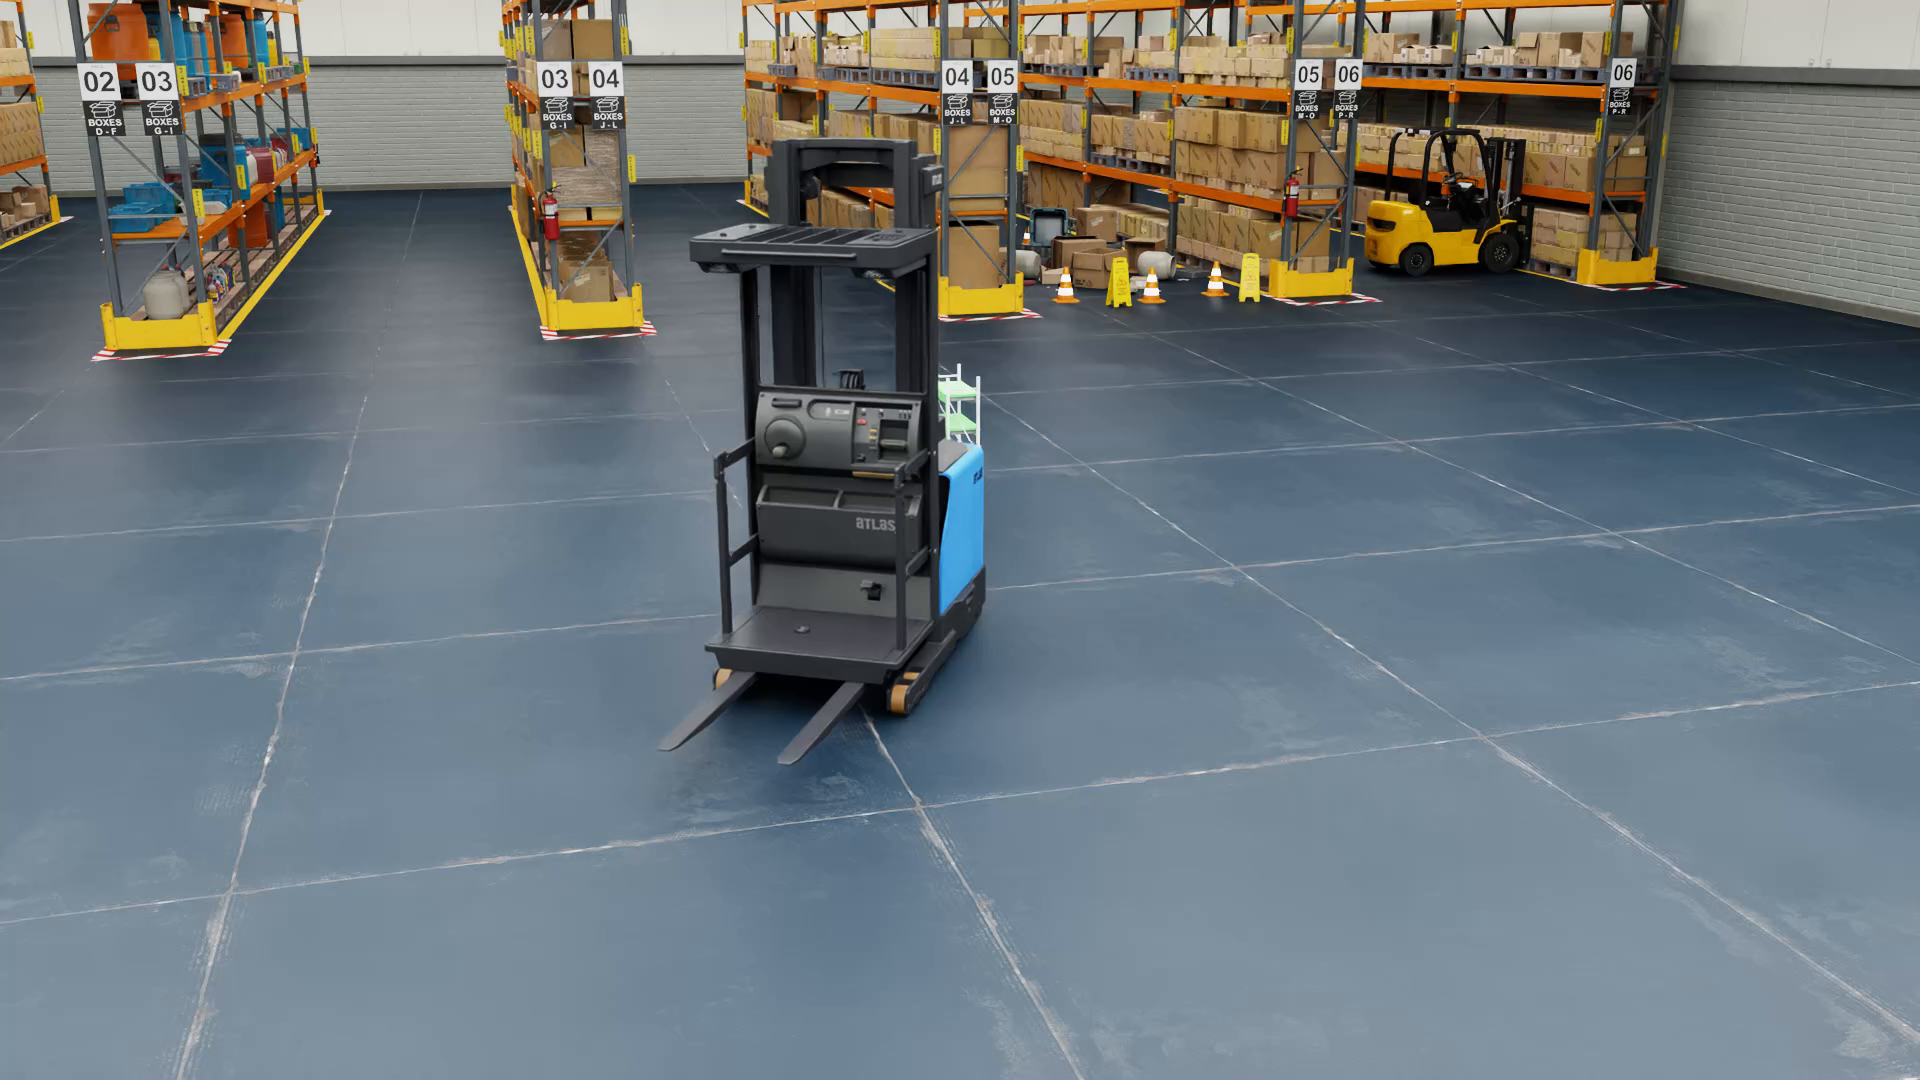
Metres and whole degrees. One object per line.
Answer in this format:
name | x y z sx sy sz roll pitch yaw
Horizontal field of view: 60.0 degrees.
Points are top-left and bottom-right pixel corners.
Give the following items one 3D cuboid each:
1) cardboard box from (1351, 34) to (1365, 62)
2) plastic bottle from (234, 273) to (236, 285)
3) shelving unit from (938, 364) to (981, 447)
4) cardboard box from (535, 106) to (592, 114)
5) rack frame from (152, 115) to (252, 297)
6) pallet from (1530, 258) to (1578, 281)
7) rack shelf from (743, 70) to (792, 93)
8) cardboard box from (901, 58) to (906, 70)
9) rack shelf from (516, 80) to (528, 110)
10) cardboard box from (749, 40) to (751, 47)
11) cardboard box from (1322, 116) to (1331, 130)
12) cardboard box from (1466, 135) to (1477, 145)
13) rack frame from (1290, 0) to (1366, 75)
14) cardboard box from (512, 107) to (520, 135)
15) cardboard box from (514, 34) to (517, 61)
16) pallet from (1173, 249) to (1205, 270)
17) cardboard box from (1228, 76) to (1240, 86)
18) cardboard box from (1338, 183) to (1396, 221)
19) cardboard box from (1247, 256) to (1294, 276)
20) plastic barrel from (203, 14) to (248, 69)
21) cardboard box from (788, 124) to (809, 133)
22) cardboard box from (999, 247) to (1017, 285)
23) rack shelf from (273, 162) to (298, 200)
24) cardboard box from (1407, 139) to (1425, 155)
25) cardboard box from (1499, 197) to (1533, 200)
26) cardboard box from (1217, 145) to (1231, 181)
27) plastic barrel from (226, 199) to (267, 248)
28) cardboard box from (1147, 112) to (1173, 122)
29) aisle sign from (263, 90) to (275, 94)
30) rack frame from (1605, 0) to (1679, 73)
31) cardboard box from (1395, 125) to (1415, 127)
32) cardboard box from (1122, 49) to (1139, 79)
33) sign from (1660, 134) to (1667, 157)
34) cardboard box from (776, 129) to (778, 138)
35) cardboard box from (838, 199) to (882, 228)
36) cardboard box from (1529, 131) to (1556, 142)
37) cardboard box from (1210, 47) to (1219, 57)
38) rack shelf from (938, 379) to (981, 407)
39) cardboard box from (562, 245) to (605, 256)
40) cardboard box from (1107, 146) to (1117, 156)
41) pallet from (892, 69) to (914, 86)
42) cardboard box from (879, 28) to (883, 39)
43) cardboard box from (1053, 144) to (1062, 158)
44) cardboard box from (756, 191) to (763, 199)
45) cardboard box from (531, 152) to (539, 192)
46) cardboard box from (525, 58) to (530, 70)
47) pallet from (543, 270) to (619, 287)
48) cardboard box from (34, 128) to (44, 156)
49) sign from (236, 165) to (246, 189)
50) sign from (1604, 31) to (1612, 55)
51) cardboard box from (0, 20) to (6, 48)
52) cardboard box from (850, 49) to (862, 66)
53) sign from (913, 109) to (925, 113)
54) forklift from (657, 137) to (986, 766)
cardboard box | 7.506 -9.008 30.434 0.500 0.500 0.500 -5 17 -15
plastic bottle | -10.022 -3.614 22.868 0.097 0.201 0.097 0 17 0
shelving unit | -0.045 -0.620 11.932 0.258 1.200 0.503 -5 17 -15
cardboard box | -5.743 -5.930 24.706 1.000 1.000 1.000 -5 17 -15
rack frame | -10.421 -4.819 22.780 1.000 3.000 0.127 -5 17 -15
pallet | 9.490 -4.154 25.413 1.003 0.211 1.213 -5 17 -15
rack shelf | -3.611 -9.433 34.177 1.077 0.370 4.000 -5 17 -15
cardboard box | -0.599 -6.521 22.764 0.380 0.149 0.250 -4 17 -15
rack shelf | -6.209 -6.856 25.598 1.077 0.370 4.000 -5 17 -15
cardboard box | -4.233 -10.429 34.941 0.380 0.149 0.250 -5 17 -15
cardboard box | 6.915 -8.181 33.065 0.797 0.503 0.637 -5 17 -17
cardboard box | 8.548 -6.565 27.294 0.380 0.149 0.250 -4 17 -14
rack frame | 4.969 -7.761 22.146 1.000 3.000 0.127 -5 17 -15
cardboard box | -8.375 -8.098 32.137 0.500 0.500 0.500 -5 17 -15
cardboard box | -8.131 -9.369 31.635 0.700 0.500 0.500 -6 18 -19
pallet | 4.088 -4.475 26.484 1.003 0.211 1.213 -5 17 -15
cardboard box | 4.137 -6.702 24.271 0.380 0.149 0.250 -5 17 -16
cardboard box | 7.700 -6.384 31.389 0.875 0.625 0.625 -4 17 -13
cardboard box | 4.481 -3.981 24.040 0.500 0.250 0.500 -5 17 -16
plastic barrel | -11.674 -7.926 26.434 0.600 0.830 0.708 -5 17 -15
cardboard box | -2.961 -7.576 30.632 0.380 0.149 0.250 -4 17 -14
cardboard box | 0.551 -4.030 24.496 0.500 0.500 0.500 -2 17 -6
rack shelf | -12.070 -6.134 28.409 1.077 0.370 4.000 -5 17 -15
cardboard box | 8.112 -6.812 28.809 0.500 0.250 0.500 -5 17 -17
cardboard box | 9.116 -5.491 27.329 0.500 0.250 0.500 -5 17 -16
cardboard box | 4.166 -5.625 24.775 0.500 0.500 0.500 -4 17 -15
plastic barrel | -11.672 -5.221 27.162 0.600 0.830 0.708 -5 17 -15
cardboard box | 3.323 -6.996 27.478 0.380 0.149 0.250 -5 17 -17
aisle sign | -14.025 -9.380 33.445 0.394 0.787 0.004 -5 17 -15
rack frame | 9.740 -8.154 23.456 1.000 3.000 0.127 -5 17 -15
cardboard box | 8.149 -7.498 30.397 0.380 0.149 0.250 -5 17 -16
cardboard box | 3.217 -8.167 28.532 0.797 0.503 0.637 -5 17 -15
sign | 10.275 -5.776 24.324 0.100 0.325 0.005 -5 17 -15
cardboard box | -3.322 -7.794 31.874 0.380 0.149 0.250 -5 17 -16
cardboard box | -1.381 -5.130 26.997 1.050 0.750 0.750 -5 17 -15
cardboard box | 8.992 -6.210 25.592 0.380 0.149 0.250 -4 17 -14
cardboard box | 3.969 -7.296 24.865 0.380 0.149 0.250 -5 18 -17
rack shelf | -0.045 -1.019 11.812 0.258 0.148 0.480 -5 17 -15
cardboard box | -5.177 -3.777 22.928 0.500 0.500 0.500 -6 18 -20
cardboard box | 2.813 -6.839 29.211 0.380 0.149 0.250 -5 17 -15
pallet | -0.316 -6.405 23.000 1.003 0.211 1.213 -5 17 -15
cardboard box | -0.949 -7.254 23.819 0.380 0.149 0.250 -5 17 -16
cardboard box | 2.103 -7.429 31.729 0.500 0.250 0.500 -5 17 -16
cardboard box | -4.134 -7.346 35.419 0.380 0.149 0.250 -4 17 -15
cardboard box | -5.491 -5.130 23.127 0.875 0.500 0.500 -5 17 -15
cardboard box | -5.866 -6.652 23.236 0.380 0.149 0.250 -5 17 -17
pallet | -5.441 -3.692 23.876 1.003 0.211 1.213 -5 17 -15
cardboard box | -18.098 -7.693 32.175 0.500 0.500 0.500 -4 17 -14
sign | -9.889 -4.992 22.875 0.100 0.325 0.005 -5 17 -15
sign | 9.215 -7.065 23.641 0.100 0.325 0.005 -5 17 -15
cardboard box | -18.030 -9.295 30.557 0.700 0.500 0.500 -5 17 -15
cardboard box | -1.413 -7.513 25.891 0.500 0.250 0.500 -5 17 -16
sign | -1.064 -11.014 42.934 0.327 0.218 0.001 -5 17 -15
forklift | -0.718 -0.594 8.834 1.130 2.935 3.031 4 17 14
